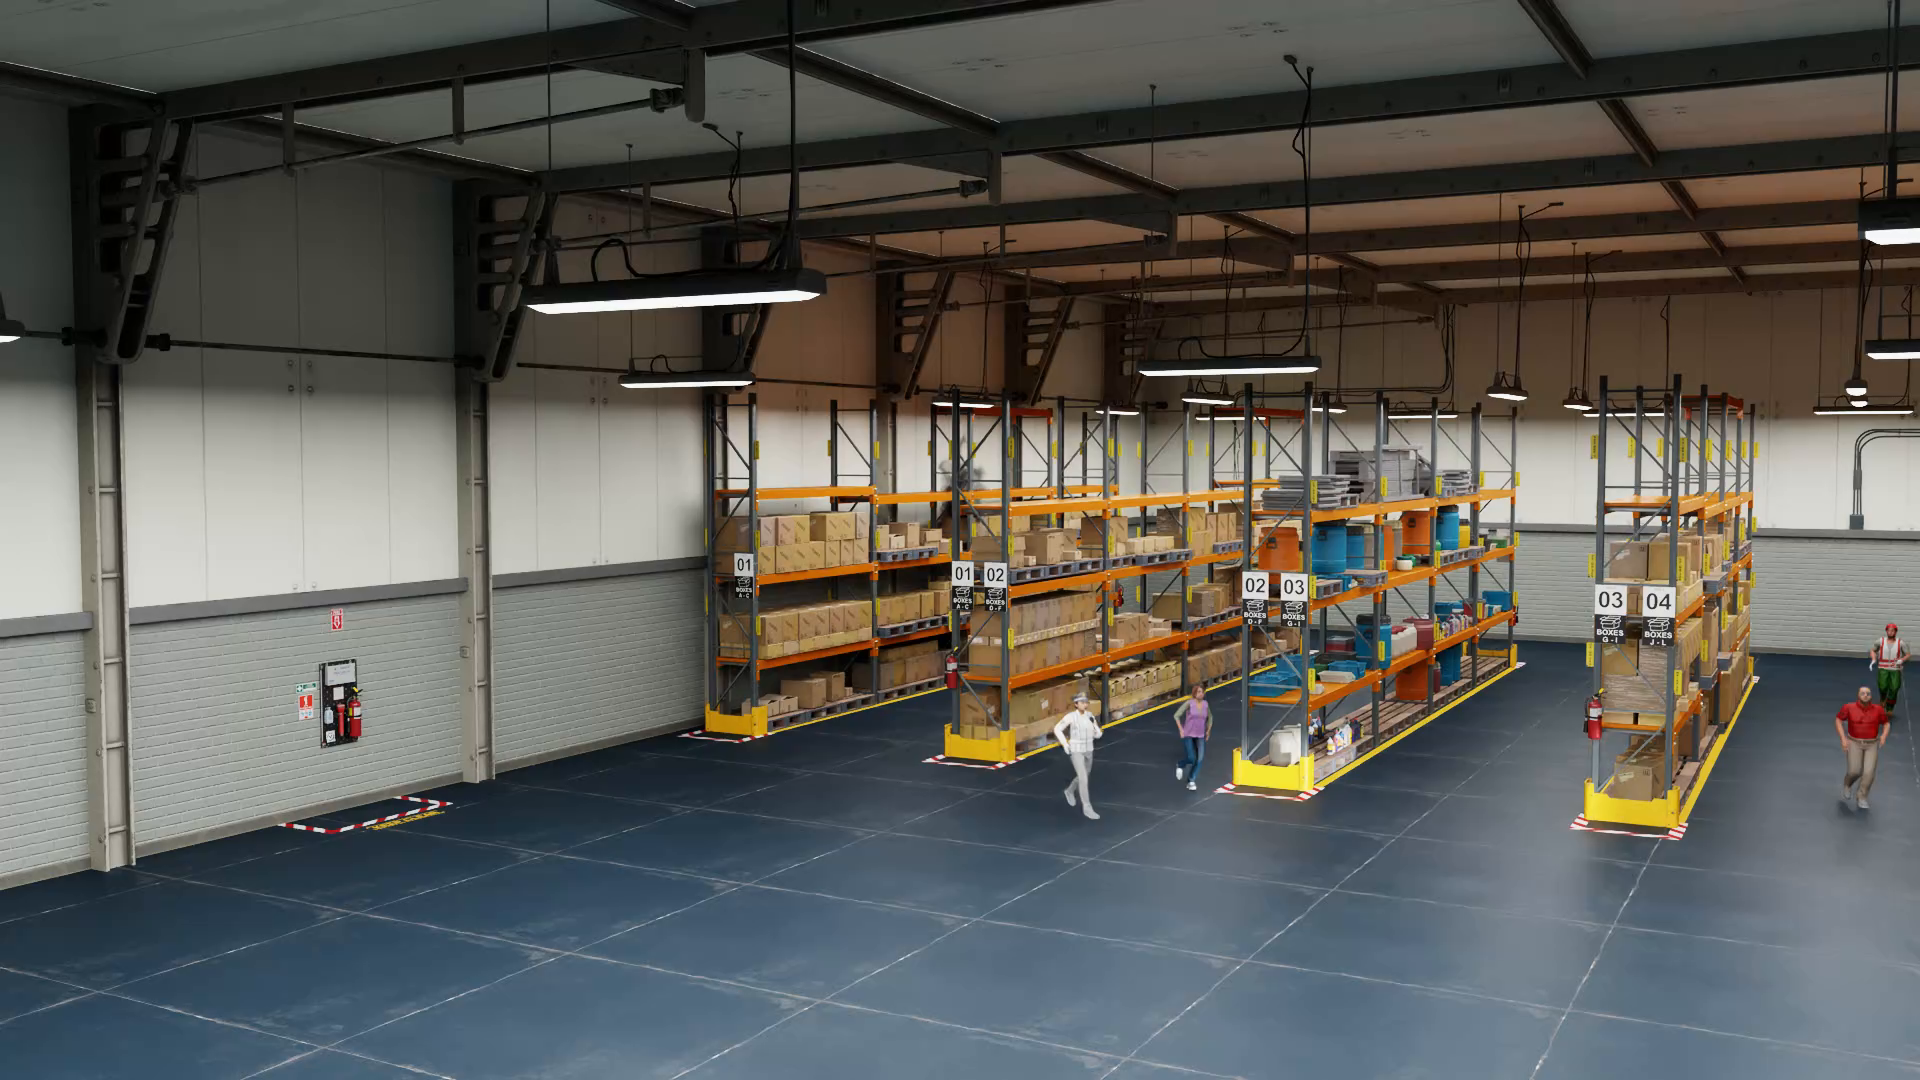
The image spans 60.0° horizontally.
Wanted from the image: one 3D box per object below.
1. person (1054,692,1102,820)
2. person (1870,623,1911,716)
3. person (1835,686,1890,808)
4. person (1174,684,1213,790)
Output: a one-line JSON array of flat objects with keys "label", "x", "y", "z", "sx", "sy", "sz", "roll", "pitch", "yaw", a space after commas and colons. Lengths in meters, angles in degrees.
[{"label": "person", "x": 1.658, "y": 2.905, "z": 22.737, "sx": 0.613, "sy": 1.678, "sz": 0.922, "roll": -2, "pitch": 4, "yaw": -31}, {"label": "person", "x": 17.509, "y": 2.441, "z": 31.312, "sx": 0.666, "sy": 1.737, "sz": 0.580, "roll": 2, "pitch": 4, "yaw": 31}, {"label": "person", "x": 12.705, "y": 2.898, "z": 23.382, "sx": 0.678, "sy": 1.697, "sz": 0.597, "roll": 1, "pitch": 3, "yaw": 16}, {"label": "person", "x": 3.461, "y": 2.897, "z": 24.647, "sx": 0.594, "sy": 1.544, "sz": 0.511, "roll": -1, "pitch": 3, "yaw": -15}]
